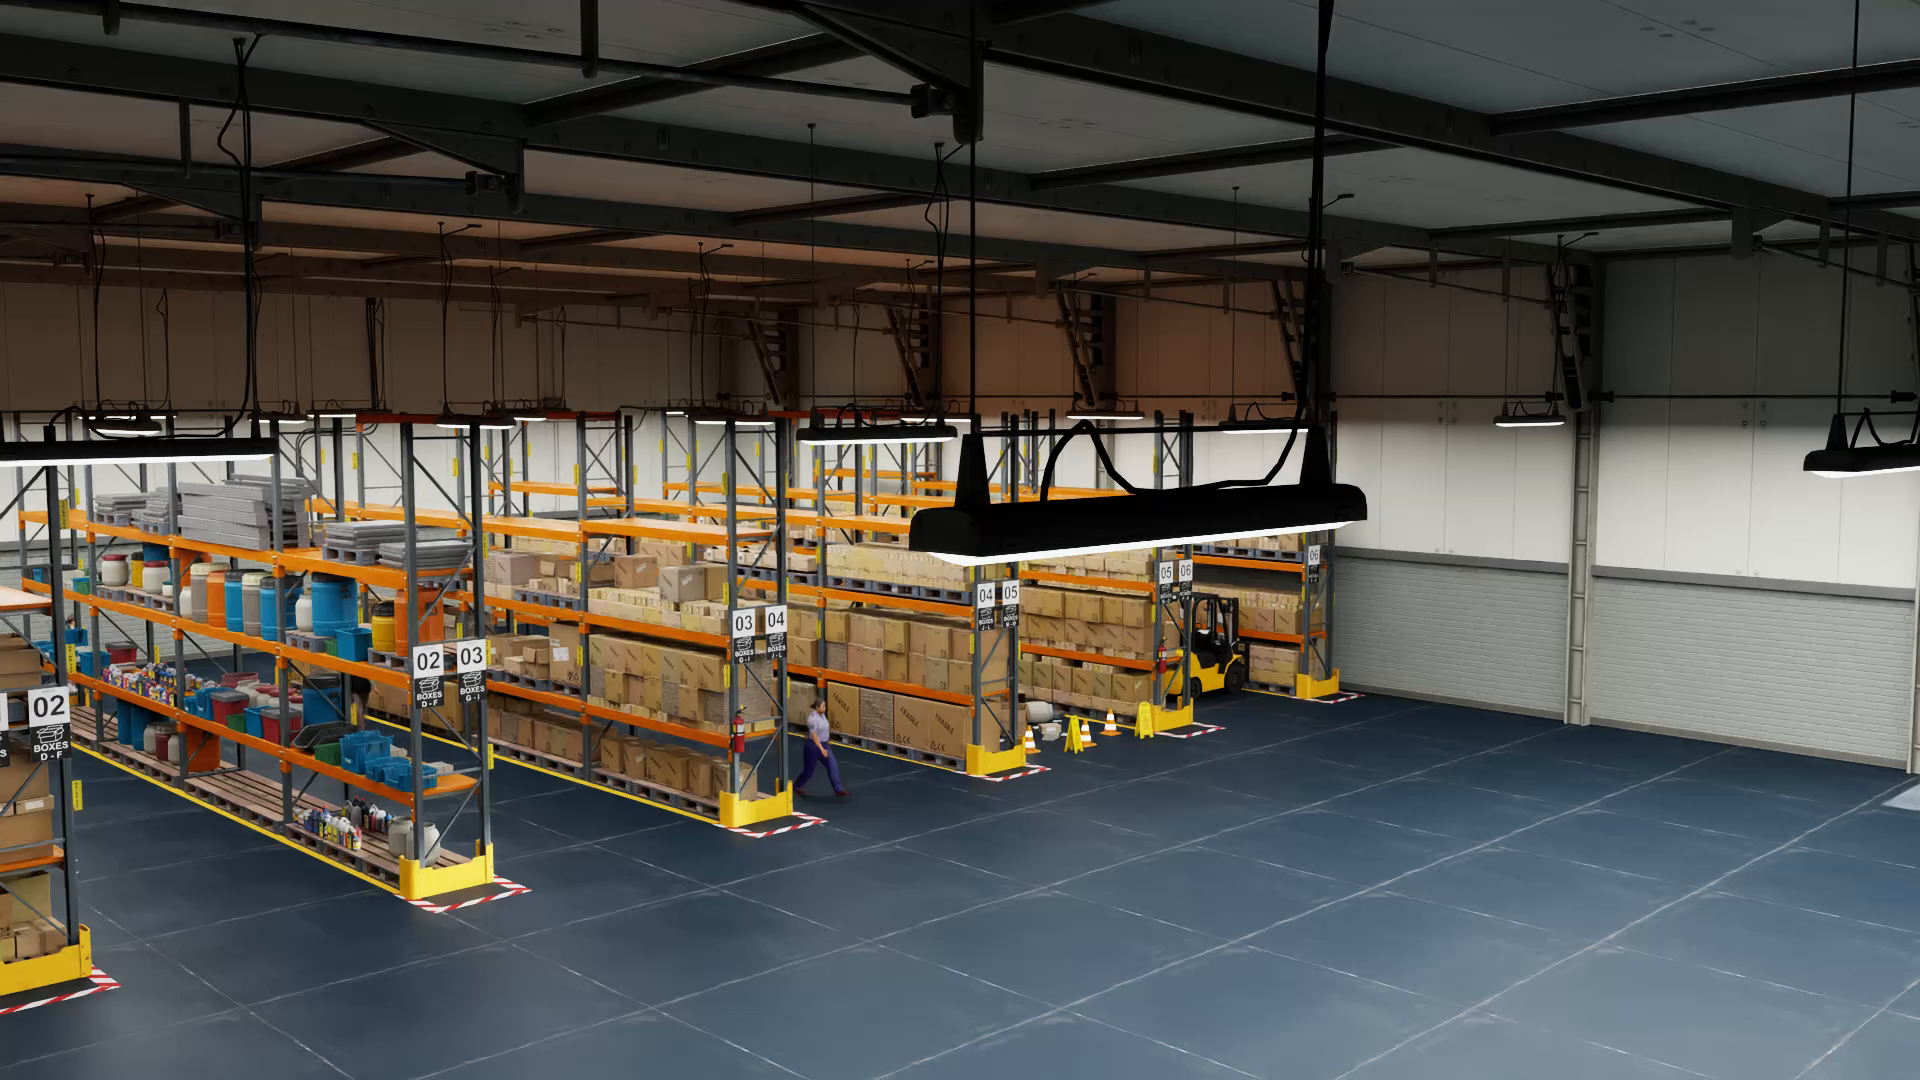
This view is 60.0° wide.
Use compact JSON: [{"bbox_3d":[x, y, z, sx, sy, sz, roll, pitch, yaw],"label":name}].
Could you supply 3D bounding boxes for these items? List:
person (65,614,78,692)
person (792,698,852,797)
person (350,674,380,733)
[{"bbox_3d":[-18.837,2.410,35.407,0.421,1.669,0.476,-5,7,-43],"label":"person"},{"bbox_3d":[-2.185,3.265,26.191,1.084,1.560,0.465,3,6,31],"label":"person"},{"bbox_3d":[-11.068,2.824,30.674,1.068,1.665,0.628,5,7,43],"label":"person"}]
